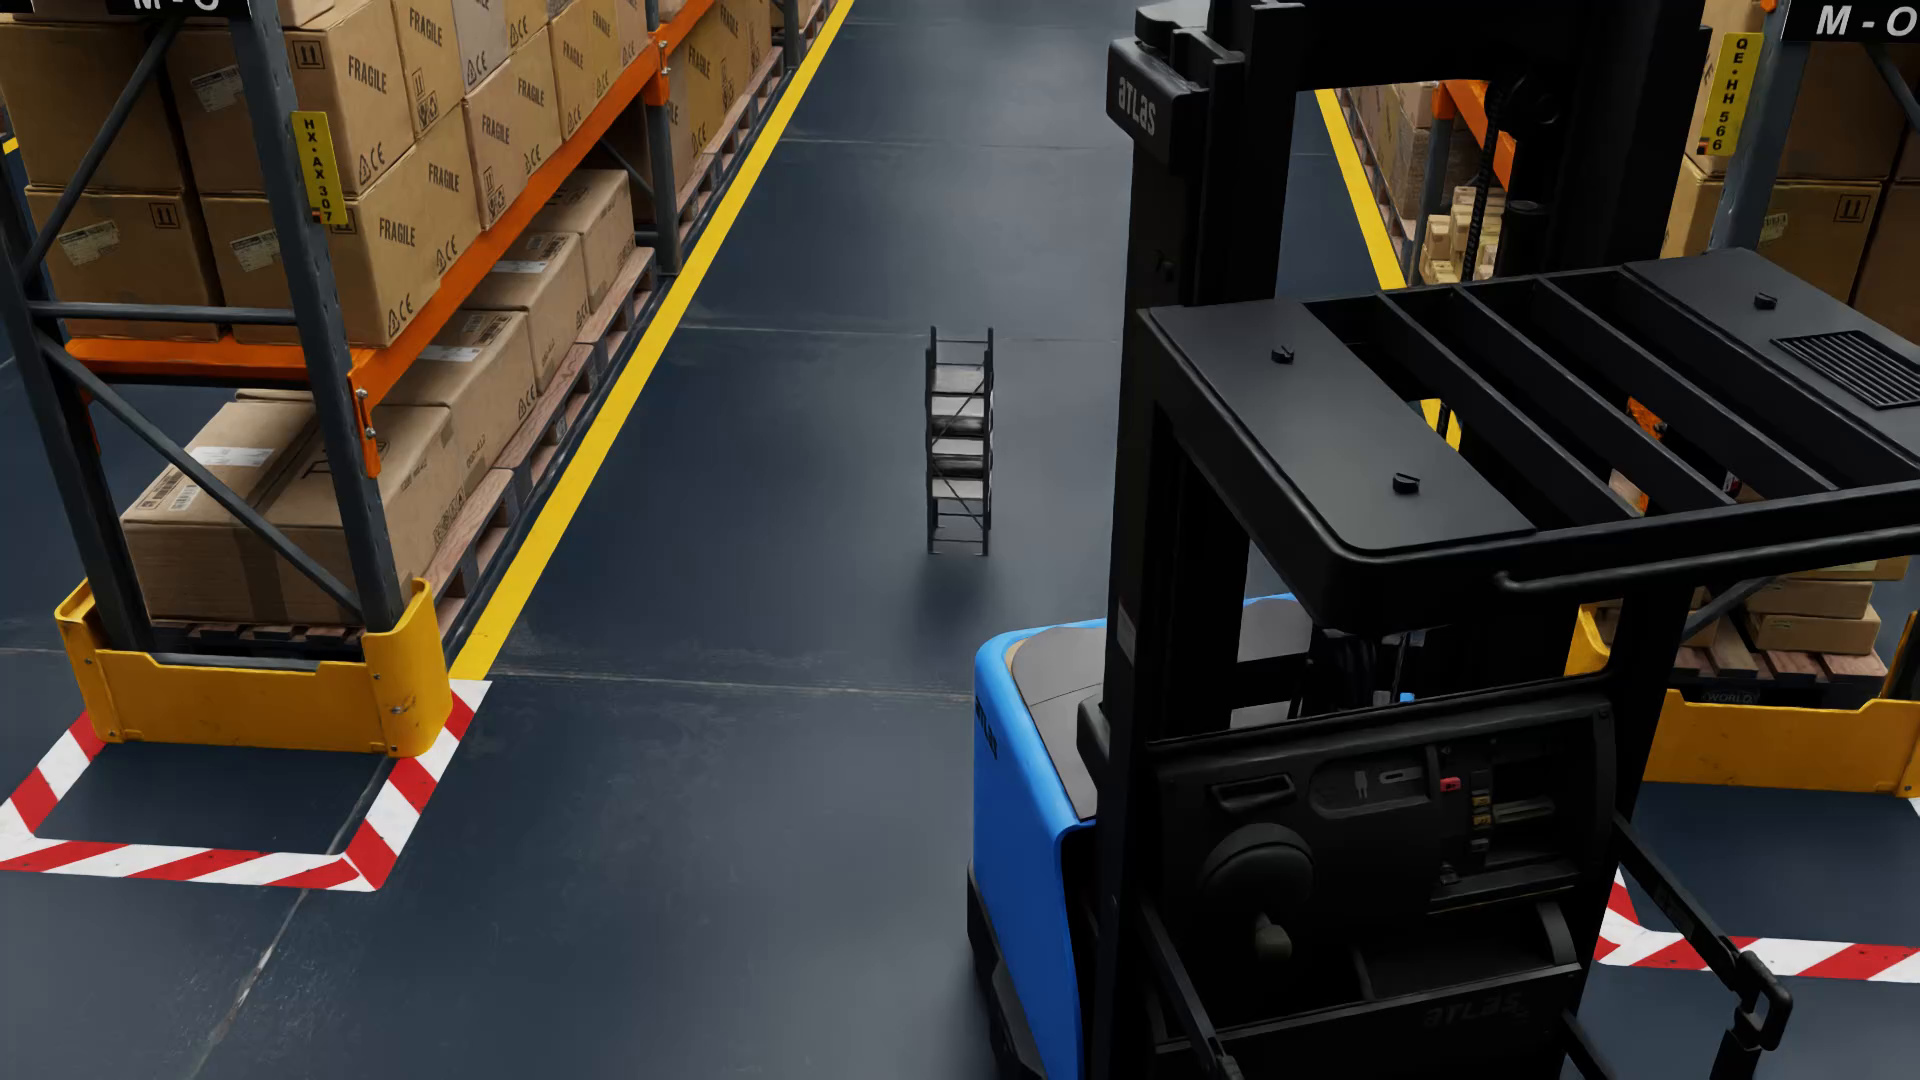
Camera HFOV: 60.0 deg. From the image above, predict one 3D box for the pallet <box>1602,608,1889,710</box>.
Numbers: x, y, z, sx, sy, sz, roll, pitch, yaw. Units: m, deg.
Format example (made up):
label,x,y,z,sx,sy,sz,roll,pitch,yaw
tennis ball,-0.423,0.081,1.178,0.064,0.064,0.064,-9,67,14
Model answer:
label,x,y,z,sx,sy,sz,roll,pitch,yaw
pallet,2.691,0.211,6.206,1.003,0.211,1.213,2,32,4

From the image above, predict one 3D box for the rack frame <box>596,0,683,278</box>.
label,x,y,z,sx,sy,sz,roll,pitch,yaw
rack frame,-2.033,-2.763,8.374,1.000,3.000,0.127,2,32,4

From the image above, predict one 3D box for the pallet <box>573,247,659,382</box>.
label,x,y,z,sx,sy,sz,roll,pitch,yaw
pallet,-2.172,-1.182,8.466,1.003,0.211,1.213,2,32,4

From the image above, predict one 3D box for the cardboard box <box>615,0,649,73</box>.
label,x,y,z,sx,sy,sz,roll,pitch,yaw
cardboard box,-1.816,-2.552,7.937,0.500,0.500,0.500,3,32,4

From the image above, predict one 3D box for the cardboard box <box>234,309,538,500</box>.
label,x,y,z,sx,sy,sz,roll,pitch,yaw
cardboard box,-2.338,-0.588,6.886,0.875,0.438,0.875,3,32,5

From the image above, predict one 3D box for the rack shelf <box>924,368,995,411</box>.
label,x,y,z,sx,sy,sz,roll,pitch,yaw
rack shelf,-0.001,-0.580,6.383,0.258,0.077,0.200,2,32,4

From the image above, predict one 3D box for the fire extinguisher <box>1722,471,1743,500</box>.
label,x,y,z,sx,sy,sz,roll,pitch,yaw
fire extinguisher,2.103,-0.209,4.659,0.296,0.674,0.183,2,32,4

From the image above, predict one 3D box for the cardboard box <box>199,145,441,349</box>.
label,x,y,z,sx,sy,sz,roll,pitch,yaw
cardboard box,-2.033,-0.953,5.341,0.500,0.500,0.500,2,32,4

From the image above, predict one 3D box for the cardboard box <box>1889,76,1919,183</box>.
label,x,y,z,sx,sy,sz,roll,pitch,yaw
cardboard box,2.885,-1.331,4.719,0.500,0.500,0.500,2,32,4

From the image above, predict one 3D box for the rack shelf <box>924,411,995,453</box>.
label,x,y,z,sx,sy,sz,roll,pitch,yaw
rack shelf,-0.001,-0.427,6.477,0.258,0.077,0.200,2,32,4

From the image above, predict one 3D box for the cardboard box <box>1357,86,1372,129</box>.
label,x,y,z,sx,sy,sz,roll,pitch,yaw
cardboard box,2.849,-2.920,10.611,0.500,0.500,0.500,2,32,3

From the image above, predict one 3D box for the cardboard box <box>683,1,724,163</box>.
label,x,y,z,sx,sy,sz,roll,pitch,yaw
cardboard box,-1.996,-2.837,10.120,0.875,0.875,0.875,3,32,5

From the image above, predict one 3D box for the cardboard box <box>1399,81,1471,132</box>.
label,x,y,z,sx,sy,sz,roll,pitch,yaw
cardboard box,2.718,-2.438,9.115,0.500,0.250,0.500,2,32,3

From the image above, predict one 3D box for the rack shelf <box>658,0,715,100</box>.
label,x,y,z,sx,sy,sz,roll,pitch,yaw
rack shelf,-1.870,-3.502,10.260,1.077,0.370,4.000,2,32,4

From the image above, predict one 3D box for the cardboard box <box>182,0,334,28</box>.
label,x,y,z,sx,sy,sz,roll,pitch,yaw
cardboard box,-2.053,-1.589,4.804,0.380,0.149,0.250,3,32,5

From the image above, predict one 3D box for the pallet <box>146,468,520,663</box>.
label,x,y,z,sx,sy,sz,roll,pitch,yaw
pallet,-2.371,0.094,6.396,1.003,0.211,1.213,2,32,4

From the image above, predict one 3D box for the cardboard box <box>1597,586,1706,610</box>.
label,x,y,z,sx,sy,sz,roll,pitch,yaw
cardboard box,2.342,0.107,5.750,0.380,0.149,0.250,2,32,3

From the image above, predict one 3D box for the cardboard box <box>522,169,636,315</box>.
label,x,y,z,sx,sy,sz,roll,pitch,yaw
cardboard box,-2.191,-1.527,8.411,0.875,0.438,0.875,2,32,3

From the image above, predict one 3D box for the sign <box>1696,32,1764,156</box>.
label,x,y,z,sx,sy,sz,roll,pitch,yaw
sign,2.032,-1.174,4.392,0.100,0.325,0.005,2,32,4

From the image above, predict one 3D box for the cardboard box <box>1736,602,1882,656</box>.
label,x,y,z,sx,sy,sz,roll,pitch,yaw
cardboard box,2.945,0.262,5.783,0.380,0.149,0.250,3,32,5

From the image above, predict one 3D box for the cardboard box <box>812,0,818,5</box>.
label,x,y,z,sx,sy,sz,roll,pitch,yaw
cardboard box,-1.599,-4.596,13.453,0.950,0.372,0.625,2,32,3

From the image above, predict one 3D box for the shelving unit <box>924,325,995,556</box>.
label,x,y,z,sx,sy,sz,roll,pitch,yaw
shelving unit,-0.001,-0.379,6.507,0.258,0.900,0.210,2,32,4

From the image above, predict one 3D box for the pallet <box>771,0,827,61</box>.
label,x,y,z,sx,sy,sz,roll,pitch,yaw
pallet,-1.642,-4.076,13.163,1.003,0.211,1.213,2,32,4

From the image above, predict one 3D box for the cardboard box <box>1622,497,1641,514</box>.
label,x,y,z,sx,sy,sz,roll,pitch,yaw
cardboard box,2.374,-0.019,5.671,0.380,0.149,0.250,3,32,5

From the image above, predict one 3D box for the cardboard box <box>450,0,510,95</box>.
label,x,y,z,sx,sy,sz,roll,pitch,yaw
cardboard box,-1.966,-1.918,5.955,0.500,0.500,0.500,2,32,4

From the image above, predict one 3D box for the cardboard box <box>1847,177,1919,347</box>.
label,x,y,z,sx,sy,sz,roll,pitch,yaw
cardboard box,2.896,-0.905,4.980,0.500,0.500,0.500,4,32,6

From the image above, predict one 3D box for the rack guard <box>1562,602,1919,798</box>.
label,x,y,z,sx,sy,sz,roll,pitch,yaw
rack guard,2.590,0.512,5.443,1.175,0.500,0.348,2,32,4

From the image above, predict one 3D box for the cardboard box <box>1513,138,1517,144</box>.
label,x,y,z,sx,sy,sz,roll,pitch,yaw
cardboard box,2.501,-1.673,6.844,0.380,0.149,0.250,4,32,6

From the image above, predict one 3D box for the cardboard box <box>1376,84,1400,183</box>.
label,x,y,z,sx,sy,sz,roll,pitch,yaw
cardboard box,2.761,-2.385,9.743,0.500,0.500,0.500,2,32,3

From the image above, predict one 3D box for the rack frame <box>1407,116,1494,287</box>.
label,x,y,z,sx,sy,sz,roll,pitch,yaw
rack frame,2.909,-2.604,8.117,1.000,3.000,0.127,2,32,4

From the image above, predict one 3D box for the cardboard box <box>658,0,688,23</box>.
label,x,y,z,sx,sy,sz,roll,pitch,yaw
cardboard box,-1.734,-2.918,8.769,0.500,0.250,0.500,2,32,3

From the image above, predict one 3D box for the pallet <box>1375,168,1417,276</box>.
label,x,y,z,sx,sy,sz,roll,pitch,yaw
pallet,2.971,-1.824,9.509,1.003,0.211,1.213,2,32,4

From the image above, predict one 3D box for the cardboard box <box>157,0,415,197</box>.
label,x,y,z,sx,sy,sz,roll,pitch,yaw
cardboard box,-2.035,-1.378,5.079,0.500,0.500,0.500,2,32,3

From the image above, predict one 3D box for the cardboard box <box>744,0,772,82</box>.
label,x,y,z,sx,sy,sz,roll,pitch,yaw
cardboard box,-1.846,-3.771,11.635,0.875,0.875,0.875,2,32,4

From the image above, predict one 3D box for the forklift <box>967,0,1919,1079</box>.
label,x,y,z,sx,sy,sz,roll,pitch,yaw
forklift,0.872,0.601,2.981,1.130,2.935,3.031,-7,32,-12

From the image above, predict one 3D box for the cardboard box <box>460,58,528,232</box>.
label,x,y,z,sx,sy,sz,roll,pitch,yaw
cardboard box,-1.960,-1.484,6.203,0.500,0.500,0.500,2,32,4

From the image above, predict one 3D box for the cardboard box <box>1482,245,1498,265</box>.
label,x,y,z,sx,sy,sz,roll,pitch,yaw
cardboard box,2.623,-1.238,7.650,0.380,0.149,0.250,2,32,3

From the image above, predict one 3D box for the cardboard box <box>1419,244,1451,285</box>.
label,x,y,z,sx,sy,sz,roll,pitch,yaw
cardboard box,2.559,-1.393,8.468,0.380,0.149,0.250,1,32,2

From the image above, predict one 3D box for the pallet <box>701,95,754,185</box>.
label,x,y,z,sx,sy,sz,roll,pitch,yaw
pallet,-1.948,-2.622,10.804,1.003,0.211,1.213,2,32,4

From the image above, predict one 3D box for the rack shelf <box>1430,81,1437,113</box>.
label,x,y,z,sx,sy,sz,roll,pitch,yaw
rack shelf,3.072,-3.344,10.003,1.077,0.370,4.000,2,32,4

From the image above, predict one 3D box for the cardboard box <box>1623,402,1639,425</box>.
label,x,y,z,sx,sy,sz,roll,pitch,yaw
cardboard box,2.431,-0.421,6.324,0.380,0.149,0.250,1,32,2

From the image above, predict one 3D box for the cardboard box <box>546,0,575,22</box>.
label,x,y,z,sx,sy,sz,roll,pitch,yaw
cardboard box,-1.877,-2.441,6.804,0.500,0.500,0.500,3,32,5

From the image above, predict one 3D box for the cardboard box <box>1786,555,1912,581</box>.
label,x,y,z,sx,sy,sz,roll,pitch,yaw
cardboard box,2.965,0.009,5.626,0.380,0.149,0.250,1,32,2

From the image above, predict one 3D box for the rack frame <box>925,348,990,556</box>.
label,x,y,z,sx,sy,sz,roll,pitch,yaw
rack frame,-0.009,-0.326,6.421,0.240,0.900,0.006,2,32,4

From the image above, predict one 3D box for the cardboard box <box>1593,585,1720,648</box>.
label,x,y,z,sx,sy,sz,roll,pitch,yaw
cardboard box,2.419,0.238,5.822,0.380,0.149,0.250,3,32,5

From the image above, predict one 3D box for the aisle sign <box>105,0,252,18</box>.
label,x,y,z,sx,sy,sz,roll,pitch,yaw
aisle sign,-2.075,-1.728,4.217,0.394,0.787,0.004,2,32,4

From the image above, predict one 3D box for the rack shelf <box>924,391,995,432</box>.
label,x,y,z,sx,sy,sz,roll,pitch,yaw
rack shelf,-0.001,-0.504,6.430,0.258,0.077,0.200,2,32,4

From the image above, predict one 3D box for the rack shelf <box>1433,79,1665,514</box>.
label,x,y,z,sx,sy,sz,roll,pitch,yaw
rack shelf,2.746,-1.252,6.609,1.077,0.370,4.000,2,32,4

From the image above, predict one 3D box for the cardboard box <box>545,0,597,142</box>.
label,x,y,z,sx,sy,sz,roll,pitch,yaw
cardboard box,-1.878,-2.019,7.072,0.500,0.500,0.500,2,32,3

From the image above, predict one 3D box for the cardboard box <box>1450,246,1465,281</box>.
label,x,y,z,sx,sy,sz,roll,pitch,yaw
cardboard box,2.630,-1.384,8.170,0.380,0.149,0.250,3,32,4

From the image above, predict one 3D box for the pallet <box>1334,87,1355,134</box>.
label,x,y,z,sx,sy,sz,roll,pitch,yaw
pallet,3.170,-3.100,11.579,1.003,0.211,1.213,2,32,4

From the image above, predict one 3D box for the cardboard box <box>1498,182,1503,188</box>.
label,x,y,z,sx,sy,sz,roll,pitch,yaw
cardboard box,3.234,-2.094,9.271,0.500,0.500,0.500,4,32,6

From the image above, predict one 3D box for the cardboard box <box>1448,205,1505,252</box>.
label,x,y,z,sx,sy,sz,roll,pitch,yaw
cardboard box,2.593,-1.510,8.091,0.380,0.149,0.250,4,32,6
